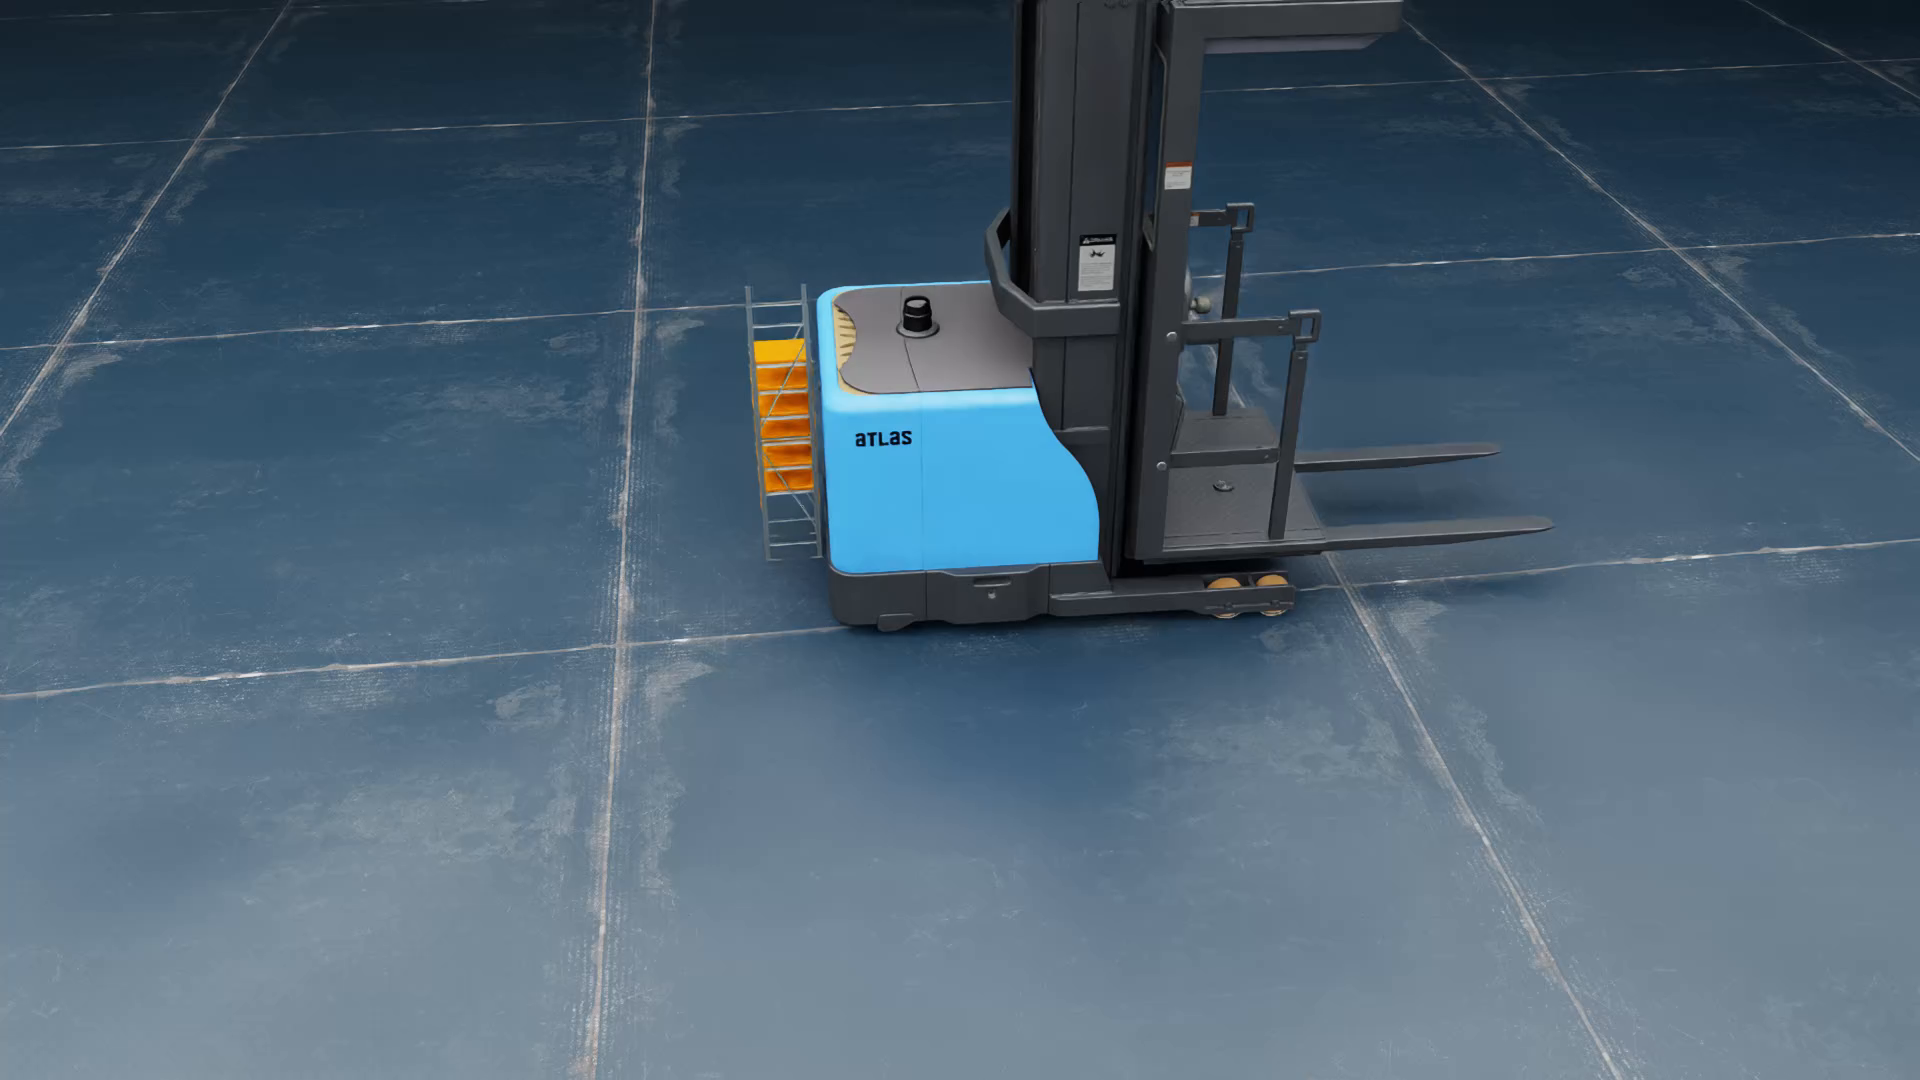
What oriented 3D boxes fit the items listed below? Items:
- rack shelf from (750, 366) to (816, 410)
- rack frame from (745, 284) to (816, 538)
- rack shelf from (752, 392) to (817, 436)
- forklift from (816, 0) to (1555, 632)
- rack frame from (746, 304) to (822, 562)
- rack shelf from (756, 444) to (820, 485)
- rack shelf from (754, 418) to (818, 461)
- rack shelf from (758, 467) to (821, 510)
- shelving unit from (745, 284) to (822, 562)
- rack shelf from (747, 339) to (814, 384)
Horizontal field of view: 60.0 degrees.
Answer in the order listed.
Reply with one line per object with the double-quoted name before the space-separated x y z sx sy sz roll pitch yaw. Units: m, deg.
"rack shelf" -0.721 -0.625 6.755 0.258 0.103 0.180 -4 34 -6
"rack frame" -0.732 -0.515 6.940 0.240 1.200 0.006 -4 34 -6
"rack shelf" -0.721 -0.526 6.823 0.258 0.103 0.180 -4 34 -6
"forklift" 0.945 -1.185 6.386 3.031 2.935 1.130 -3 34 -5
"rack frame" -0.710 -0.413 6.790 0.240 1.200 0.006 -4 34 -6
"rack shelf" -0.721 -0.328 6.958 0.258 0.103 0.180 -4 34 -6
"rack shelf" -0.721 -0.427 6.890 0.258 0.103 0.180 -4 34 -6
"rack shelf" -0.721 -0.229 7.025 0.258 0.103 0.180 -4 34 -6
"shelving unit" -0.721 -0.464 6.865 0.258 1.200 0.189 -4 34 -6
"rack shelf" -0.721 -0.725 6.687 0.258 0.103 0.180 -4 34 -6
